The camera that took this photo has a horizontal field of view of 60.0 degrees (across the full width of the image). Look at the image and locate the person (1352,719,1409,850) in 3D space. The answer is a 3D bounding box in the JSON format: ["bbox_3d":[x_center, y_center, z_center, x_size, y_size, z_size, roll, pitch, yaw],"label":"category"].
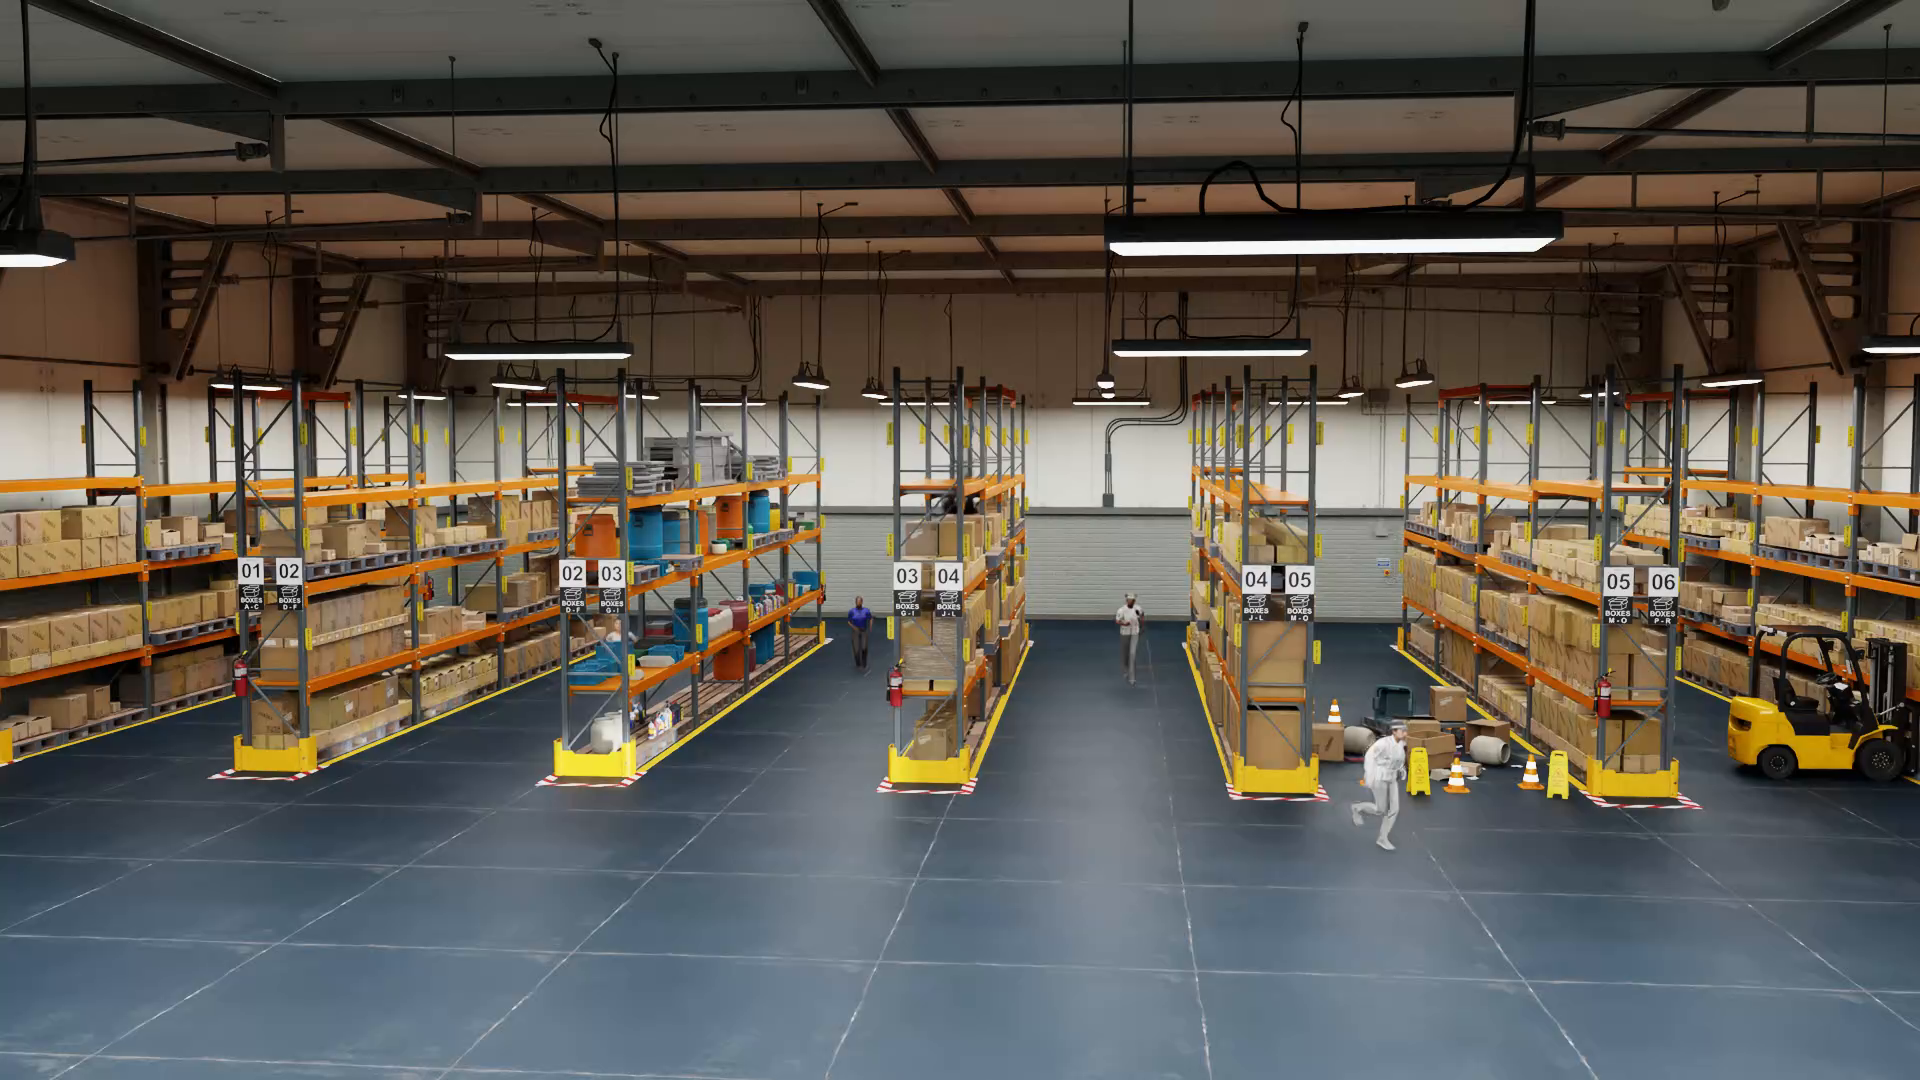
[{"bbox_3d":[5.161,2.954,20.411,0.614,1.627,0.792,-3,5,-39],"label":"person"}]

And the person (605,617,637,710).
[{"bbox_3d":[-6.216,2.273,30.435,0.550,1.710,0.796,0,4,3],"label":"person"}]

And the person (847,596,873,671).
[{"bbox_3d":[-2.117,1.998,35.317,0.551,1.611,0.663,0,4,-4],"label":"person"}]

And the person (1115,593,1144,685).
[{"bbox_3d":[3.304,1.884,32.334,0.600,1.755,0.856,0,4,-3],"label":"person"}]
